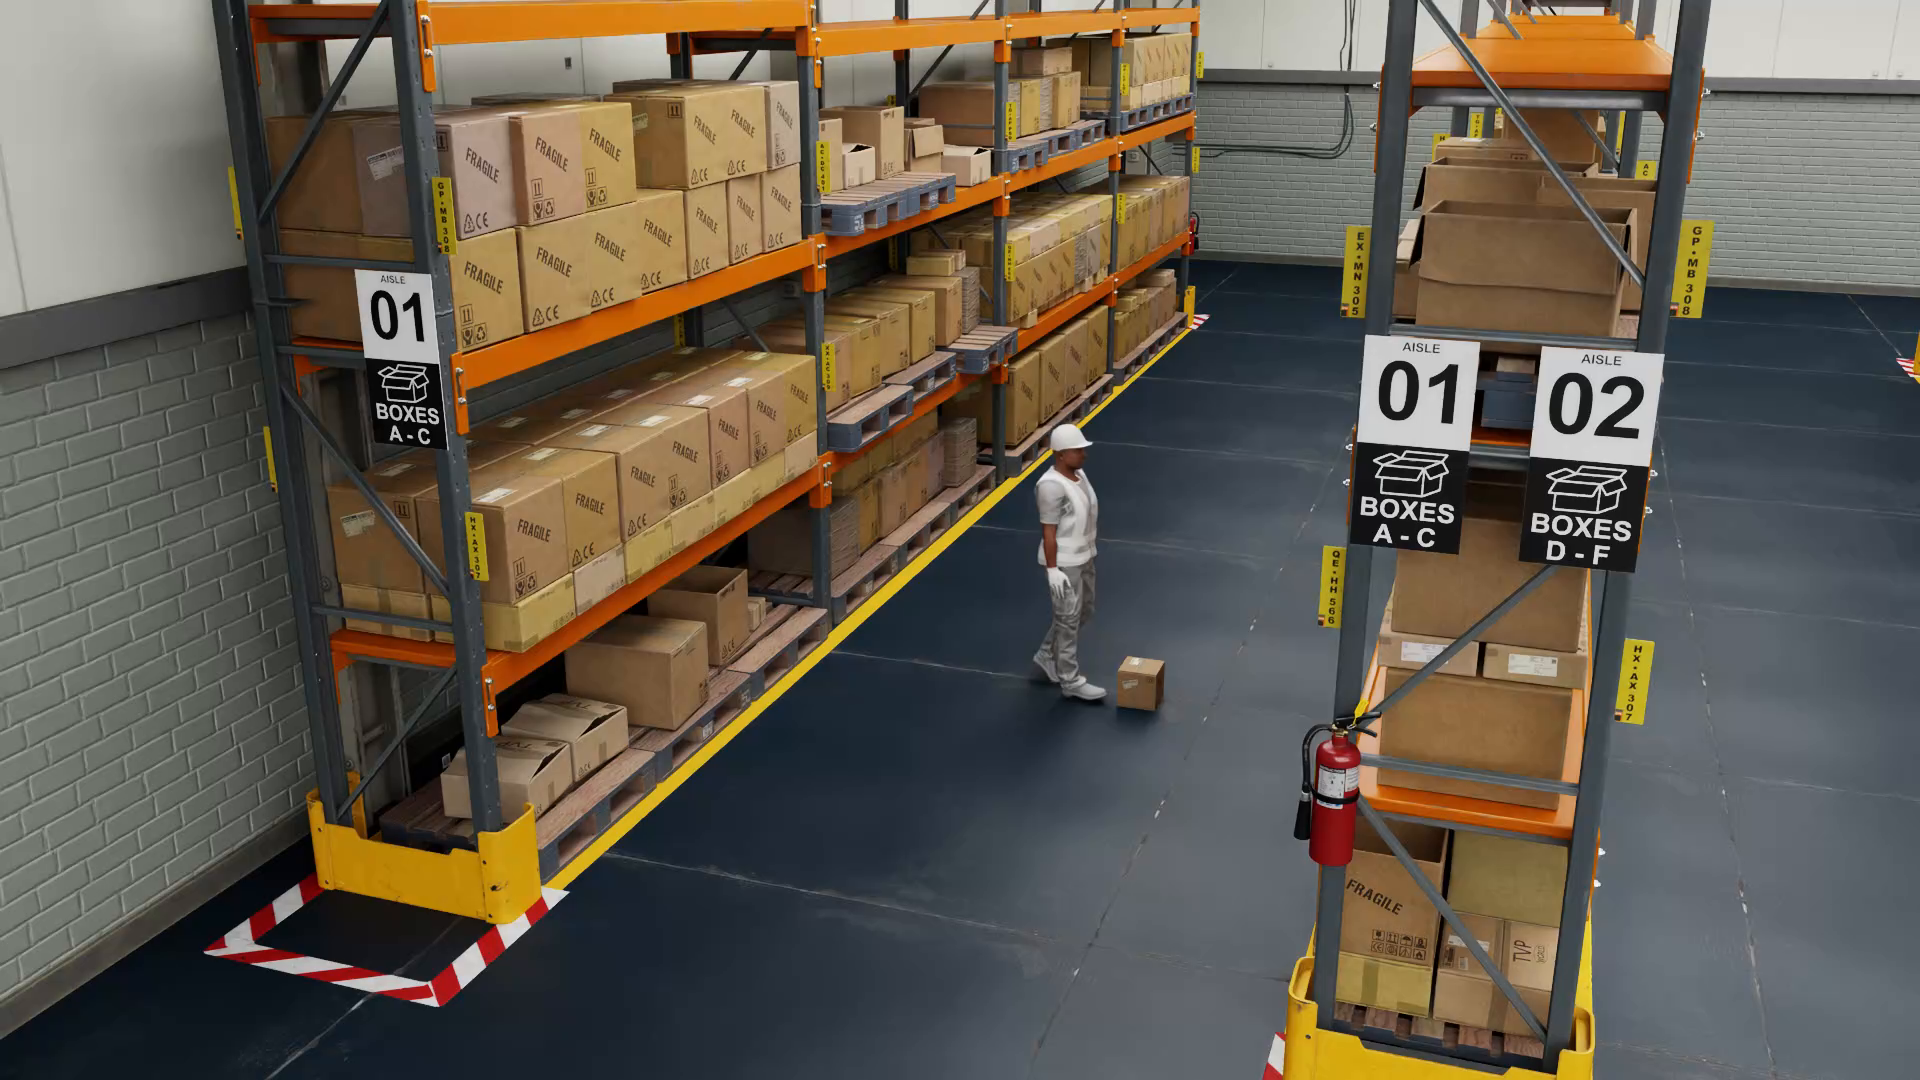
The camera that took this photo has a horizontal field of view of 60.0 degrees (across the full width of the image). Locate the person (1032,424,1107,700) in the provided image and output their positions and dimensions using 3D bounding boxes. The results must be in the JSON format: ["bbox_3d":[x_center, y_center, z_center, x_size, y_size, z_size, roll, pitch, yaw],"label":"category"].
[{"bbox_3d":[0.690,0.144,10.588,0.600,1.794,0.589,8,20,23],"label":"person"}]
